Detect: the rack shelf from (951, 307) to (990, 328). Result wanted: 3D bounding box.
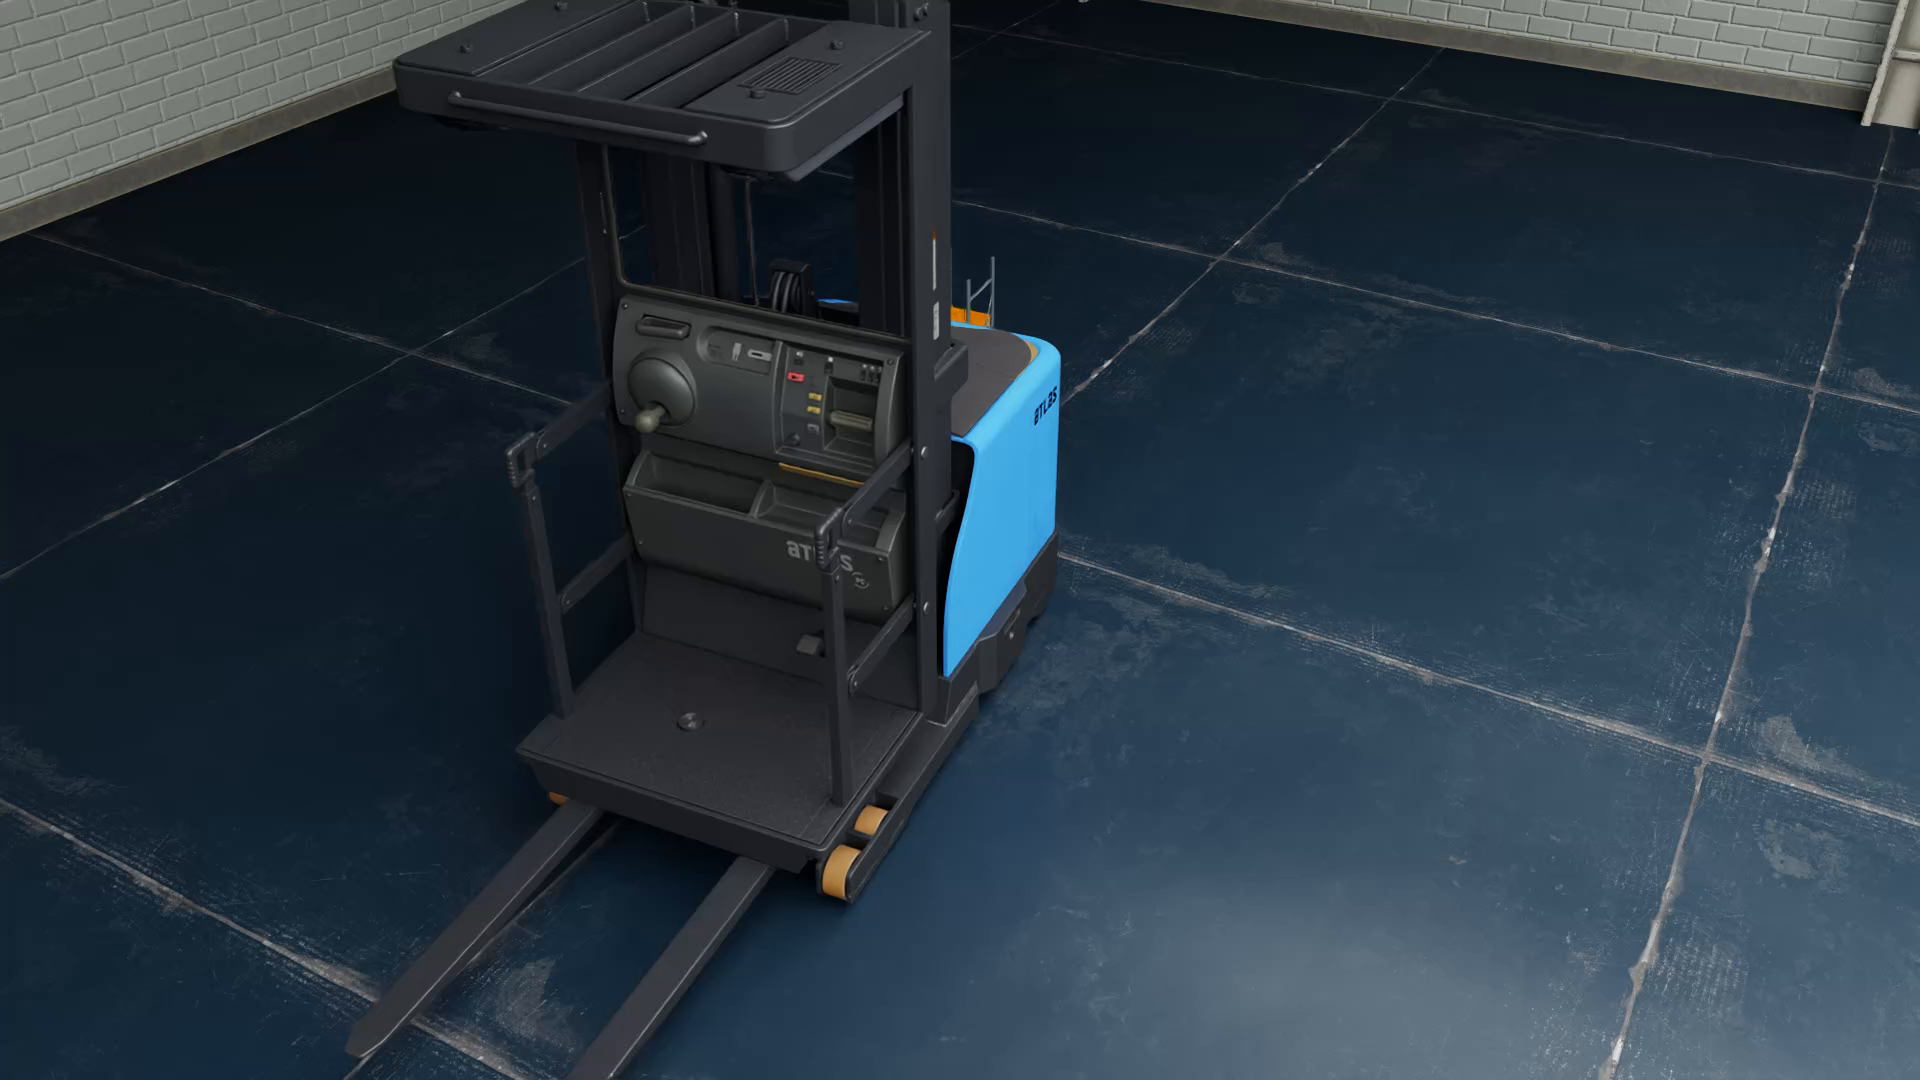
[{"bbox_3d":[-0.007,-0.775,6.260,0.180,0.103,0.258,14,36,20],"label":"rack shelf"}]

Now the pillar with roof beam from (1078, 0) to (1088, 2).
[{"bbox_3d":[-1.250,-6.042,7.704,0.400,9.000,9.100,18,37,24],"label":"pillar with roof beam"}]

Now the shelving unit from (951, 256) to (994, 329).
[{"bbox_3d":[-0.006,-0.511,6.434,0.189,1.200,0.258,14,36,20],"label":"shelving unit"}]

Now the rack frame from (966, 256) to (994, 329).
[{"bbox_3d":[0.078,-0.491,6.403,0.006,1.200,0.240,14,36,20],"label":"rack frame"}]

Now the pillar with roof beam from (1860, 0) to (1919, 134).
[{"bbox_3d":[3.959,-4.392,5.226,0.400,9.000,9.100,18,37,24],"label":"pillar with roof beam"}]

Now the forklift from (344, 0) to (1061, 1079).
[{"bbox_3d":[-0.691,-0.391,4.693,1.130,2.935,3.031,14,36,20],"label":"forklift"}]
